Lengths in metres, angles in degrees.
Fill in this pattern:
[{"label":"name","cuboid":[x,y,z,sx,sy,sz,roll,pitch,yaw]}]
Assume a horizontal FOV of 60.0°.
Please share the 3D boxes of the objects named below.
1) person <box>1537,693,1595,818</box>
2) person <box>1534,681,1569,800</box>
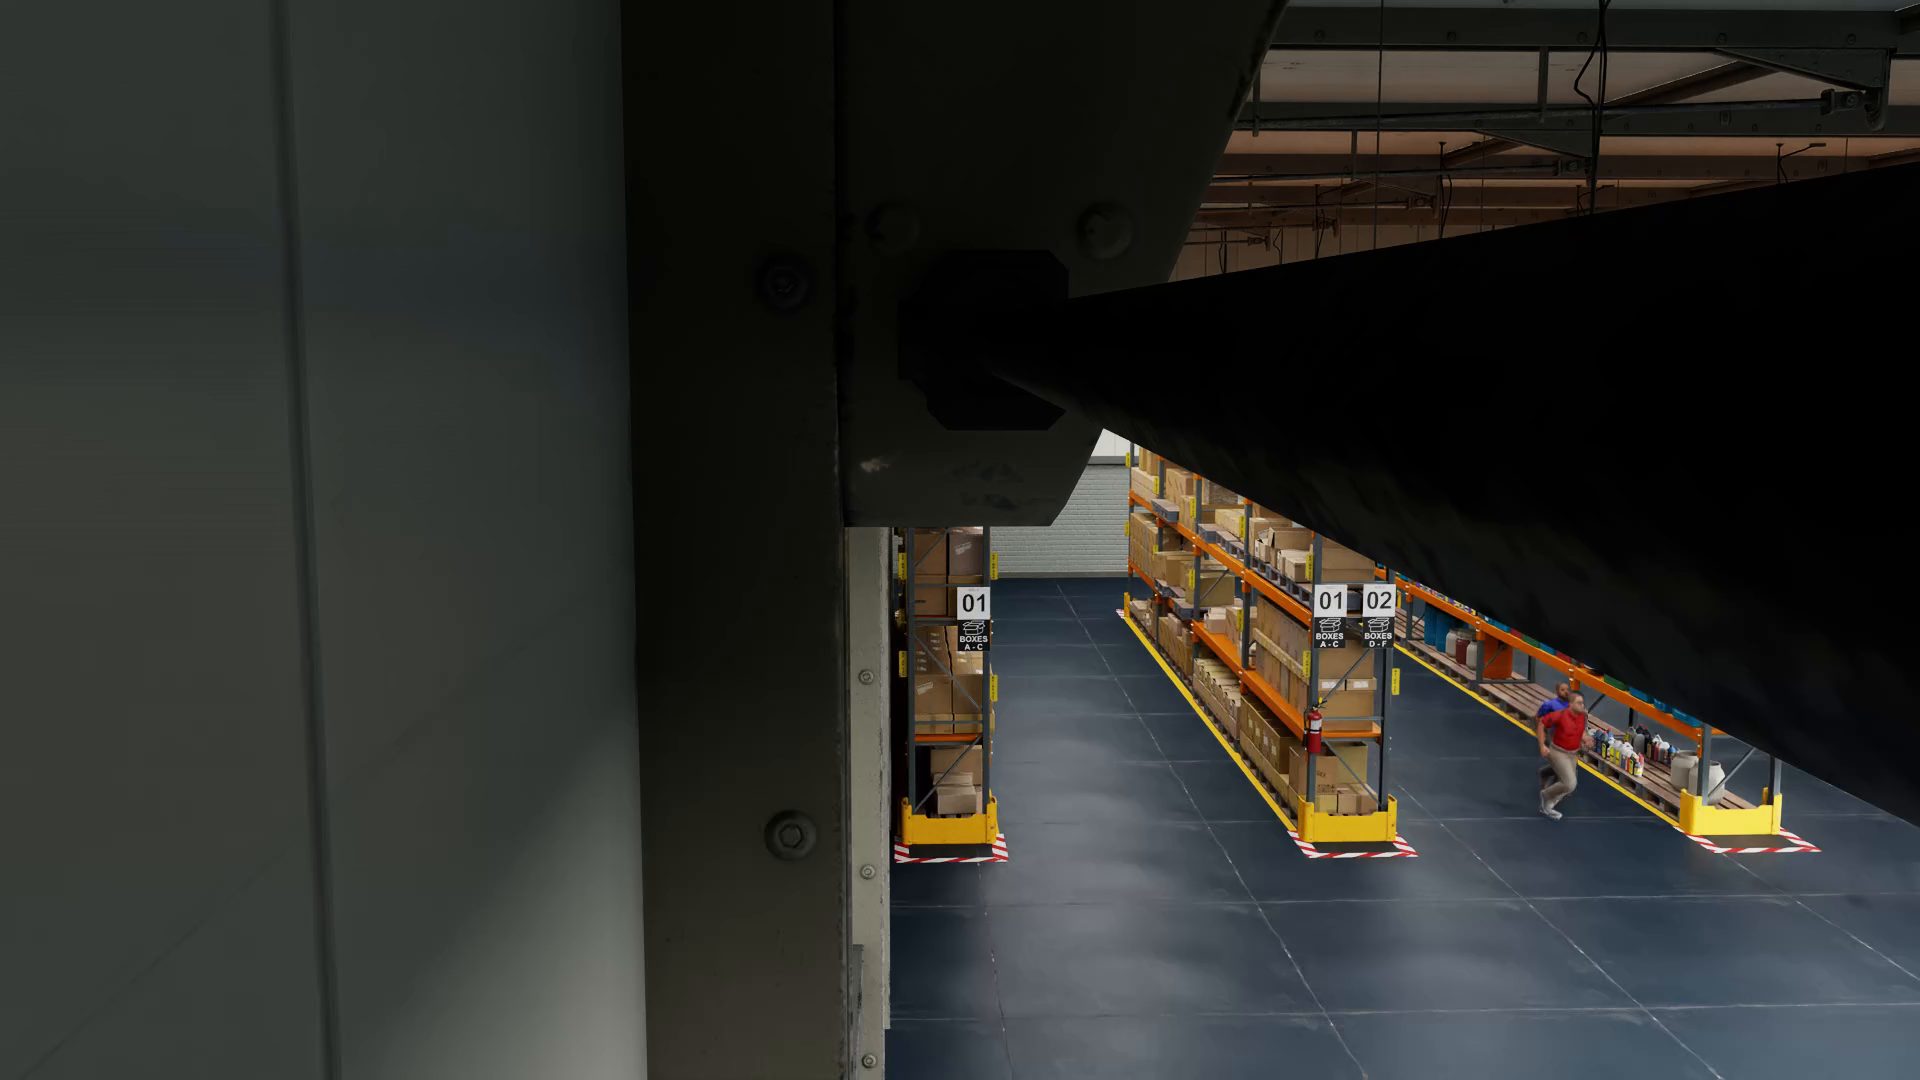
[{"label":"person","cuboid":[7.783,2.771,21.325,0.628,1.661,0.705,-5,9,-36]},{"label":"person","cuboid":[8.040,2.694,22.270,0.570,1.614,0.559,-1,7,-7]}]
